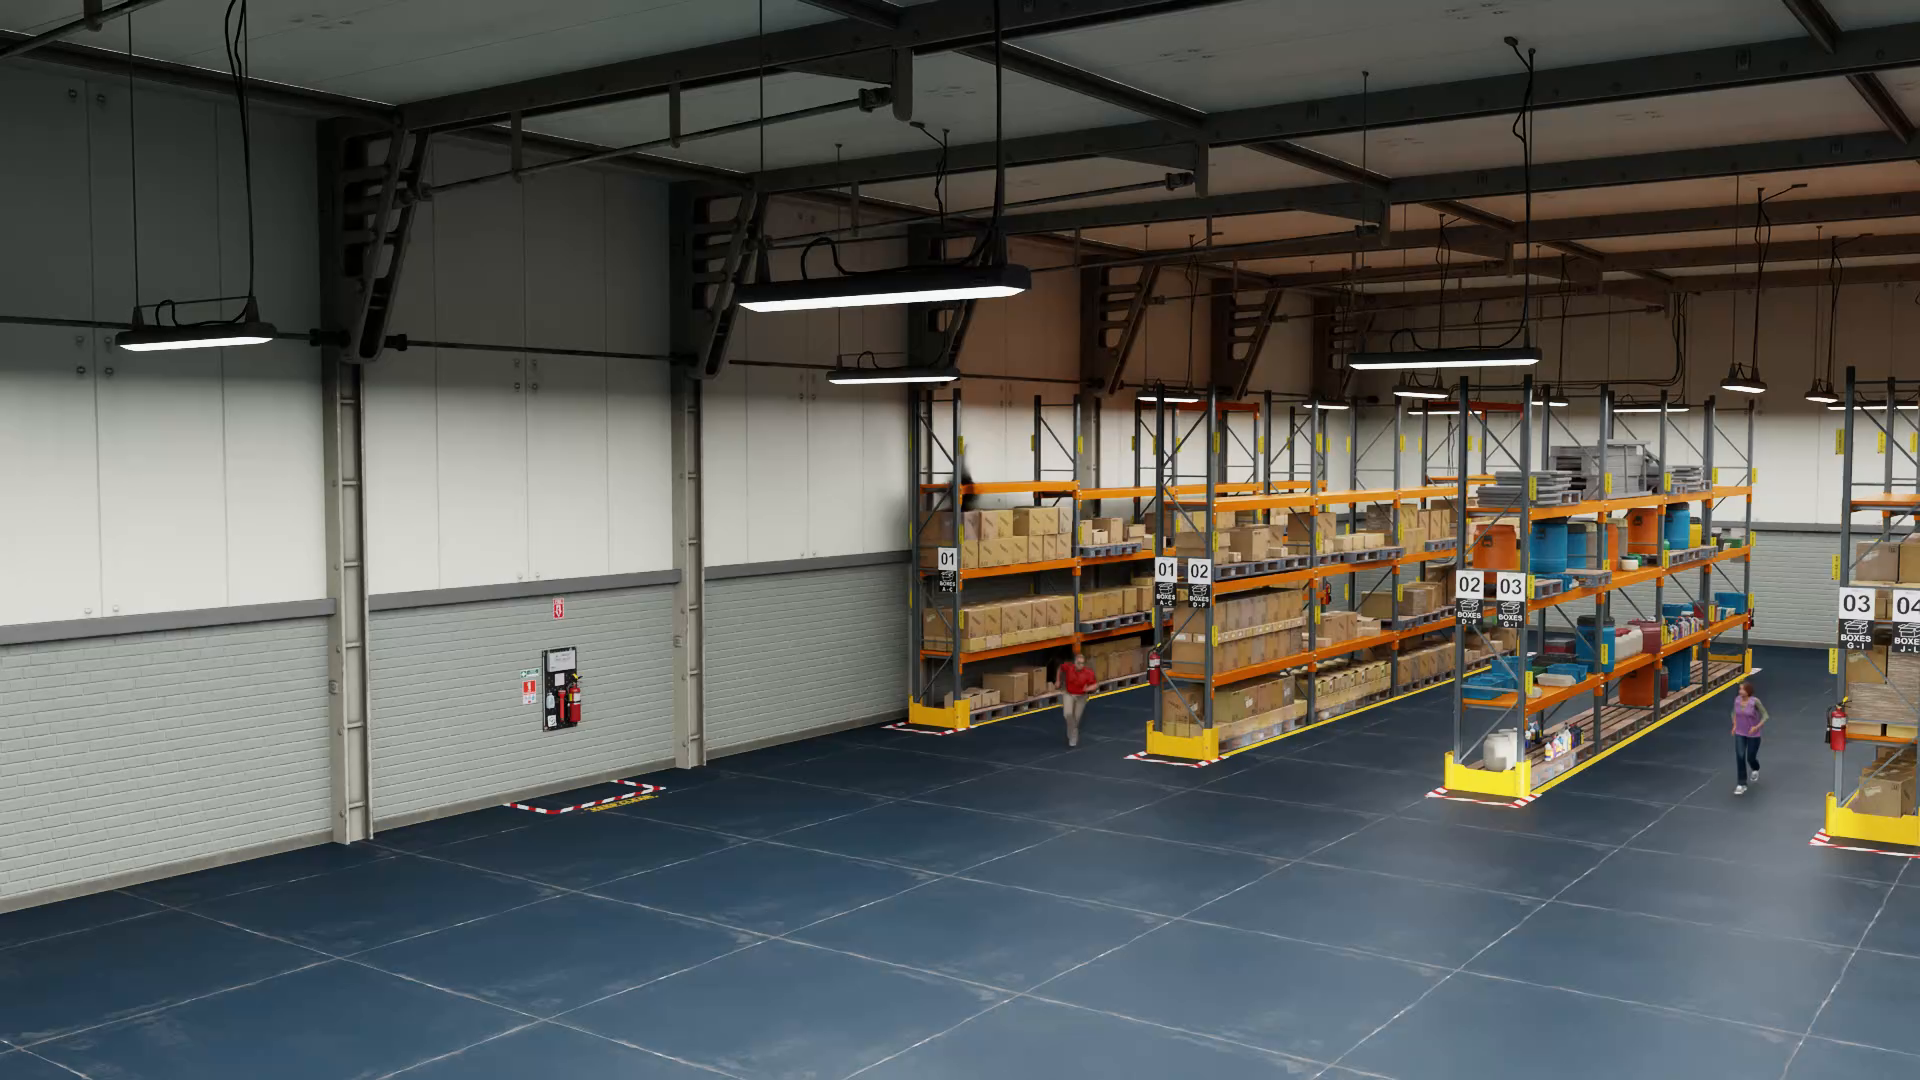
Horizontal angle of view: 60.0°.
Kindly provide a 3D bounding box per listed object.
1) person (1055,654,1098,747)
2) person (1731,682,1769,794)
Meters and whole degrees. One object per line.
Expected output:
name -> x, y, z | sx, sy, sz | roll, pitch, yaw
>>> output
person -> 1.942, 2.637, 27.772 | 0.677, 1.543, 1.140 | 0, 3, 0
person -> 11.430, 2.839, 24.058 | 0.533, 1.606, 0.733 | 3, 4, 41
